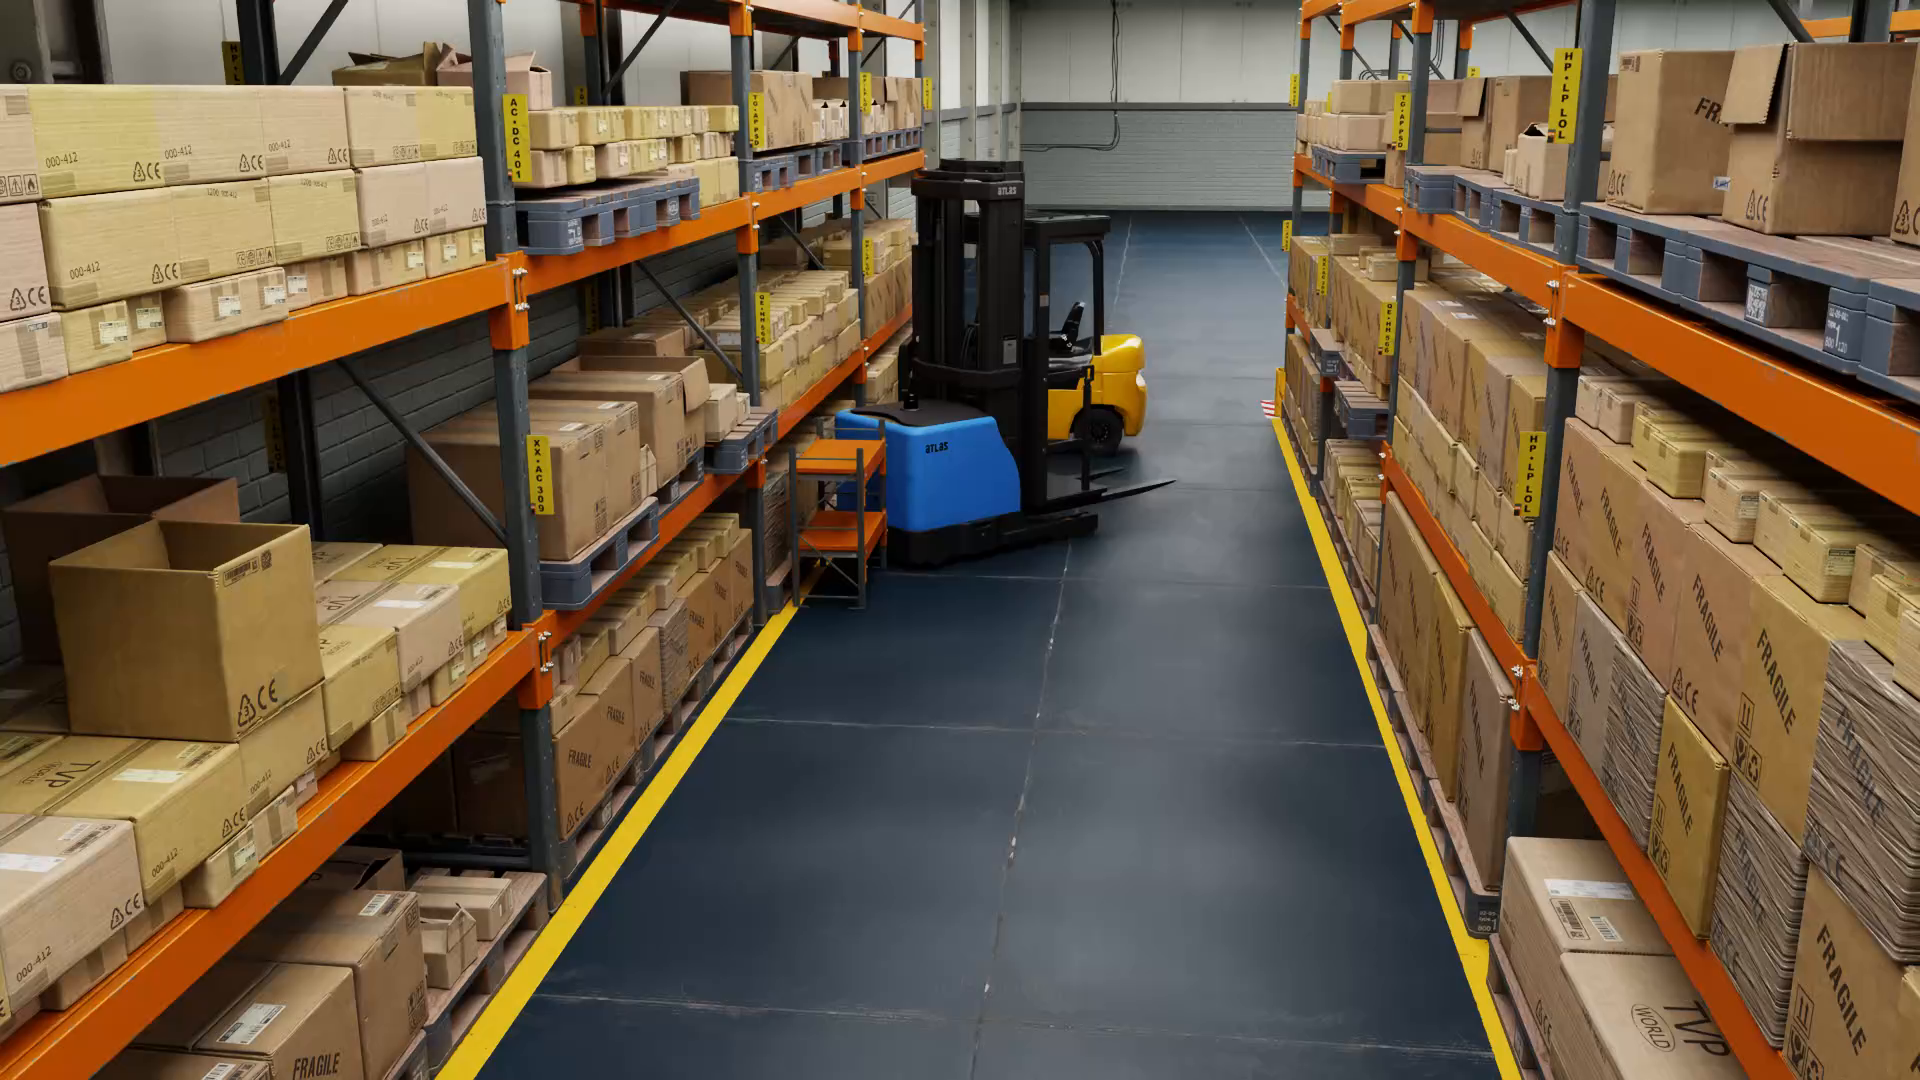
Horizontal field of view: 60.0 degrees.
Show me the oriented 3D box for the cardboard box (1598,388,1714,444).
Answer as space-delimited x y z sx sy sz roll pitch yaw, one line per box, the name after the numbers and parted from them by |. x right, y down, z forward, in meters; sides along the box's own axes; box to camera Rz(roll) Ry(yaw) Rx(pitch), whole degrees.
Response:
2.384 -0.416 5.604 0.380 0.149 0.250 2 15 7 | cardboard box

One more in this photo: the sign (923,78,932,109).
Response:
-0.350 -4.788 17.833 0.100 0.325 0.005 2 15 6 | sign

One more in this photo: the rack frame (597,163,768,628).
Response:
-1.791 -0.896 10.729 1.000 3.000 0.127 2 15 6 | rack frame

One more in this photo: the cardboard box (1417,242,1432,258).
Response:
3.701 -2.190 12.707 0.380 0.149 0.250 1 15 5 | cardboard box

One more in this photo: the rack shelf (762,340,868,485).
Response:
-1.565 -1.067 12.741 1.077 0.370 4.000 2 15 6 | rack shelf

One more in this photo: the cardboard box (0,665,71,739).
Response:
-2.726 0.583 4.976 0.500 0.250 0.500 2 15 6 | cardboard box

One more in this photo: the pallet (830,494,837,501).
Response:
-1.384 -0.395 14.218 1.003 0.211 1.213 2 15 6 | pallet

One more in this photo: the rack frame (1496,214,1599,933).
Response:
2.690 0.287 6.355 1.000 3.000 0.127 2 15 6 | rack frame

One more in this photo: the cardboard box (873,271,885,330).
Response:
-0.987 -2.225 15.451 0.500 0.500 0.500 2 15 7 | cardboard box

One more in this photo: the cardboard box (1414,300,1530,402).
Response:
2.797 -1.032 9.125 0.500 0.500 0.500 2 15 6 | cardboard box

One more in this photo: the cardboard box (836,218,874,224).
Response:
-1.138 -3.395 17.966 0.380 0.149 0.250 1 15 5 | cardboard box

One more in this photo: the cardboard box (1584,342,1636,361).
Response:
3.115 -0.613 7.574 0.500 0.500 0.500 1 15 5 | cardboard box

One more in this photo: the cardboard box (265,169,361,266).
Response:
-2.165 -0.977 5.001 0.500 0.250 0.500 2 15 7 | cardboard box

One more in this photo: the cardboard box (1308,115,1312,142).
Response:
3.623 -3.957 16.020 0.500 0.250 0.500 2 15 8 | cardboard box

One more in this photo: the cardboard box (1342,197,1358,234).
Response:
3.990 -2.969 15.720 0.700 0.500 0.500 2 15 6 | cardboard box

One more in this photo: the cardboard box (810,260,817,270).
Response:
-1.526 -2.520 15.301 0.380 0.149 0.250 2 15 8 | cardboard box

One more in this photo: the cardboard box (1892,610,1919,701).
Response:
2.031 0.245 3.159 0.380 0.149 0.250 2 15 6 | cardboard box

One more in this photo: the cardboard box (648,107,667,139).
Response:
-1.657 -2.045 8.149 0.380 0.149 0.250 2 15 7 | cardboard box

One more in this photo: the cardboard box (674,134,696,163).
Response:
-1.680 -2.165 9.199 0.380 0.149 0.250 2 15 6 | cardboard box

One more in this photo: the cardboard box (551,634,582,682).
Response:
-1.955 0.535 7.609 0.380 0.149 0.250 1 15 4 | cardboard box

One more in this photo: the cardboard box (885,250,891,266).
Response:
-0.869 -2.701 15.969 0.380 0.149 0.250 1 15 4 | cardboard box

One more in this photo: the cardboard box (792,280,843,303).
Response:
-1.146 -1.998 13.370 0.380 0.149 0.250 1 15 5 | cardboard box

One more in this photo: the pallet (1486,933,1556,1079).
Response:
2.527 1.828 5.998 1.003 0.211 1.213 2 15 6 | pallet

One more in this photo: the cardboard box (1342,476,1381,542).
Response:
3.382 -0.219 12.456 0.950 0.372 0.625 2 15 8 | cardboard box

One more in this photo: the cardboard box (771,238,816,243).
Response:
-1.551 -2.730 15.506 0.380 0.149 0.250 1 15 5 | cardboard box

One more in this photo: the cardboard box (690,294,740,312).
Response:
-1.801 -1.746 12.440 0.380 0.149 0.250 2 15 8 | cardboard box

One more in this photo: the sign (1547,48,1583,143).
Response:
2.150 -1.576 5.904 0.100 0.325 0.005 2 15 6 | sign

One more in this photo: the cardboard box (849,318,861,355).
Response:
-1.136 -1.722 14.073 0.500 0.250 0.500 2 15 8 | cardboard box

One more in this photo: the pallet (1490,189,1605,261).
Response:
2.745 -1.308 6.873 0.805 0.209 1.217 1 15 4 | pallet

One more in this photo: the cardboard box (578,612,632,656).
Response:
-1.882 0.471 8.415 0.380 0.149 0.250 2 15 6 | cardboard box

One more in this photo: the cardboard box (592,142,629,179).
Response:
-1.705 -1.700 7.440 0.380 0.149 0.250 2 15 7 | cardboard box

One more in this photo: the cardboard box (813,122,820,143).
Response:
-1.249 -3.017 12.311 0.380 0.149 0.250 2 15 6 | cardboard box

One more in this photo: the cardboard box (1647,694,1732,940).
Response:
2.196 0.745 4.467 0.500 0.500 0.500 2 15 8 | cardboard box

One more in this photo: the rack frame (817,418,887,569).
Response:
-0.796 -0.341 12.267 0.500 1.125 0.032 2 15 6 | rack frame

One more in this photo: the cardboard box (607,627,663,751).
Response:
-1.853 0.759 8.593 0.500 0.500 0.500 1 15 5 | cardboard box

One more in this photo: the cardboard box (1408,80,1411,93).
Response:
3.654 -3.454 12.966 0.500 0.250 0.500 2 15 8 | cardboard box

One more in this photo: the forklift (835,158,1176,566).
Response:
0.479 -1.521 13.172 3.031 2.935 1.130 -13 20 -39 | forklift

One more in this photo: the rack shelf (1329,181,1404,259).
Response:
3.367 -2.370 11.812 1.077 0.370 4.000 2 15 6 | rack shelf

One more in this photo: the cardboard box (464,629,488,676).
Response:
-2.035 0.421 6.339 0.380 0.149 0.250 2 15 8 | cardboard box

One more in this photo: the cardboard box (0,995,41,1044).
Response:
-2.406 1.087 3.878 0.380 0.149 0.250 1 15 6 | cardboard box

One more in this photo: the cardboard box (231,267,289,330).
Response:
-2.133 -0.683 4.676 0.380 0.149 0.250 2 15 7 | cardboard box

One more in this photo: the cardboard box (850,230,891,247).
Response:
-0.886 -2.979 16.427 0.380 0.149 0.250 2 15 7 | cardboard box

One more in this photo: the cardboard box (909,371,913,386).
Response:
-0.737 -1.688 17.162 0.500 0.250 0.500 1 15 5 | cardboard box

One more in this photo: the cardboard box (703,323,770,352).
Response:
-1.462 -1.331 10.904 0.380 0.149 0.250 2 15 8 | cardboard box

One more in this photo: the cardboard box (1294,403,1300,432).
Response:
3.565 -1.226 16.412 0.500 0.250 0.500 3 15 10 | cardboard box

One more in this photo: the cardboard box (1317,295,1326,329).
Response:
3.396 -2.102 14.430 0.500 0.500 0.500 1 15 5 | cardboard box

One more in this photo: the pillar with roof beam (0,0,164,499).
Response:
1.061 -2.474 5.070 9.100 9.000 0.400 2 15 6 | pillar with roof beam

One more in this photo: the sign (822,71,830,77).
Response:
-1.439 -4.897 17.952 0.100 0.325 0.005 2 15 6 | sign

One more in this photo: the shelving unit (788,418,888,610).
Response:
-0.847 -0.209 11.779 0.538 1.125 1.048 2 15 6 | shelving unit

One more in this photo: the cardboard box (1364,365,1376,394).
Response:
2.887 -1.062 11.021 0.380 0.149 0.250 2 15 6 | cardboard box

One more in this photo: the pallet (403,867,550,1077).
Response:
-2.320 1.666 6.597 1.003 0.211 1.213 2 15 6 | pallet

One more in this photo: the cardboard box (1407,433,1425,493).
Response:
2.796 -0.425 9.275 0.500 0.250 0.500 1 15 5 | cardboard box

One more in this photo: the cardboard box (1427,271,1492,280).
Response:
3.592 -1.658 11.981 0.500 0.500 0.500 1 15 4 | cardboard box

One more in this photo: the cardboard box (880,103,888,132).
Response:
-0.870 -3.943 15.514 0.396 0.266 0.258 1 15 5 | cardboard box
